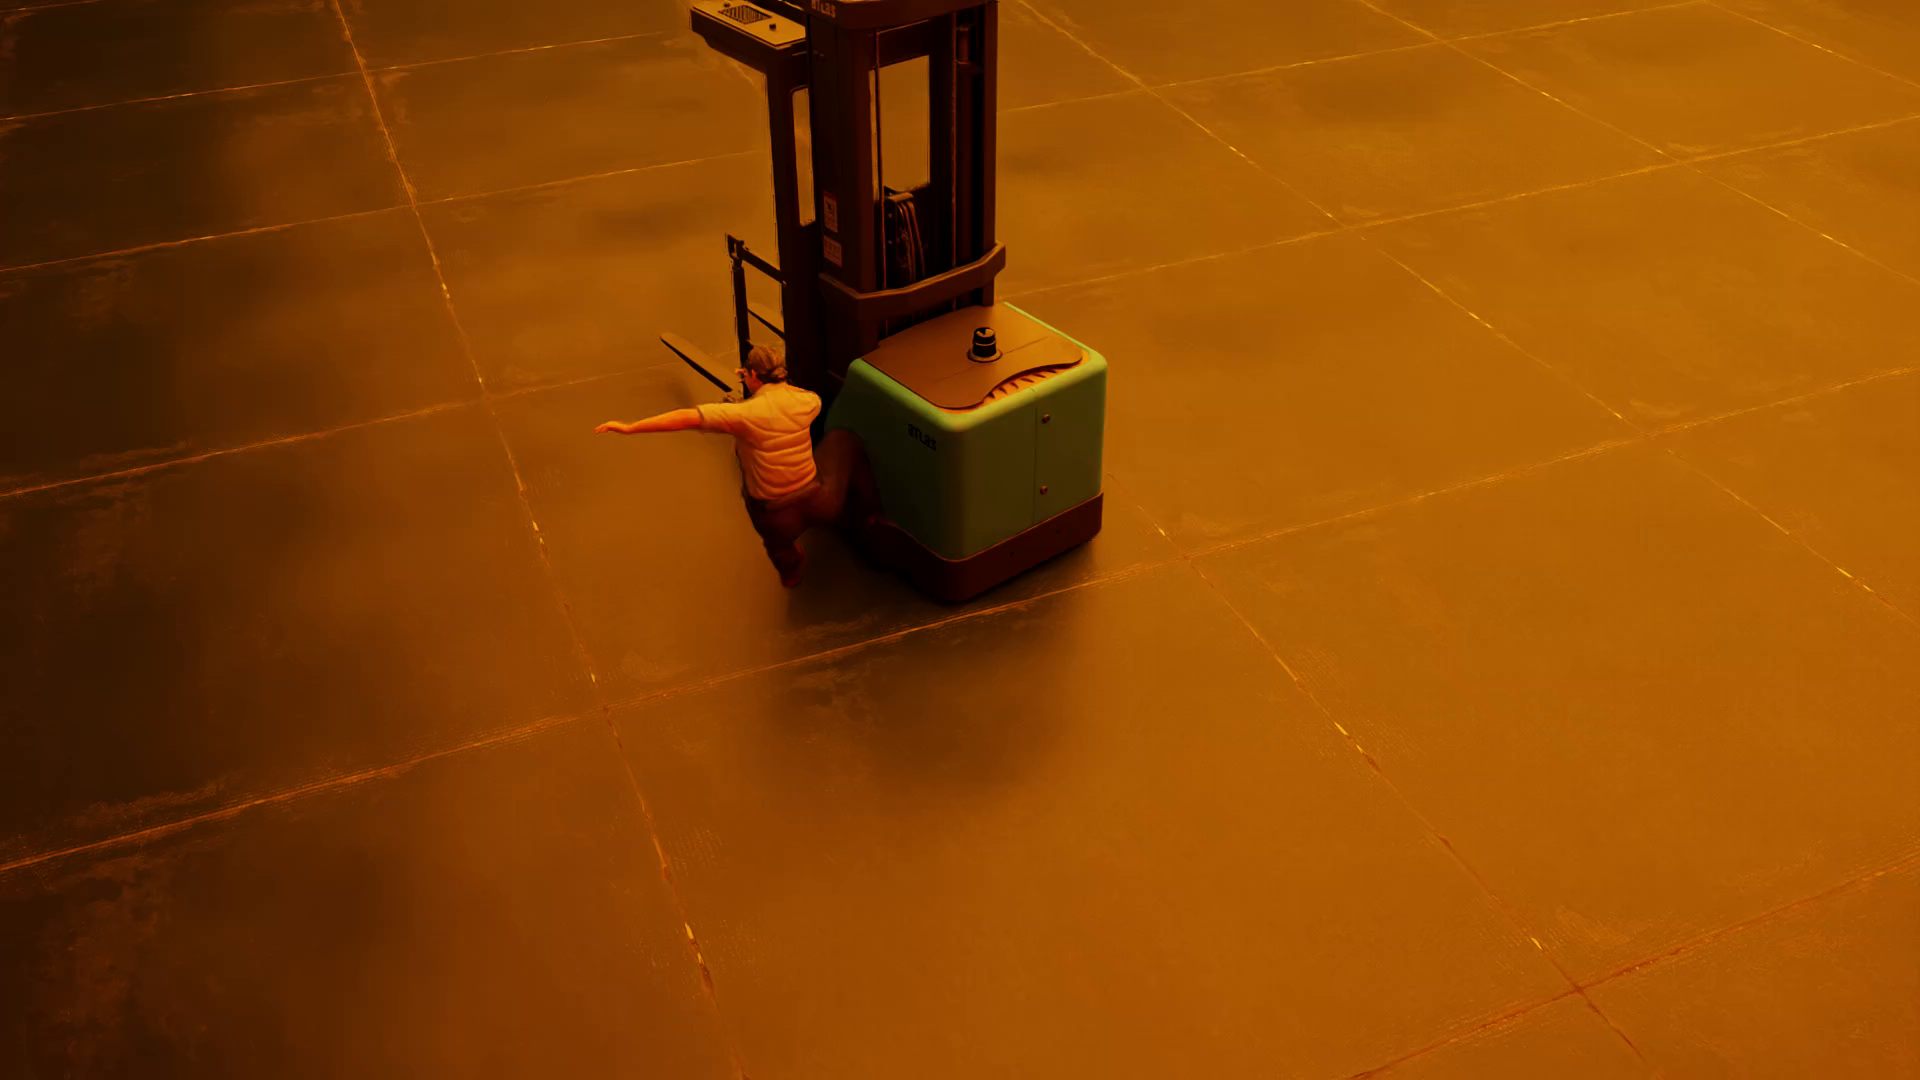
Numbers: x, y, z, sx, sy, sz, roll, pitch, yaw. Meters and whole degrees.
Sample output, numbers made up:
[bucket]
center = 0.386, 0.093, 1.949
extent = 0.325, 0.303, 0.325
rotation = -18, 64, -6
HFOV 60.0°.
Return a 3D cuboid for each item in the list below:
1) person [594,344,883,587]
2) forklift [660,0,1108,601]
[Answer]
[person]
center = -0.944, -0.325, 7.854
extent = 1.498, 1.268, 0.733
rotation = -15, 38, -20
[forklift]
center = -0.589, -1.685, 8.468
extent = 1.130, 2.935, 3.031
rotation = -25, 43, -31
